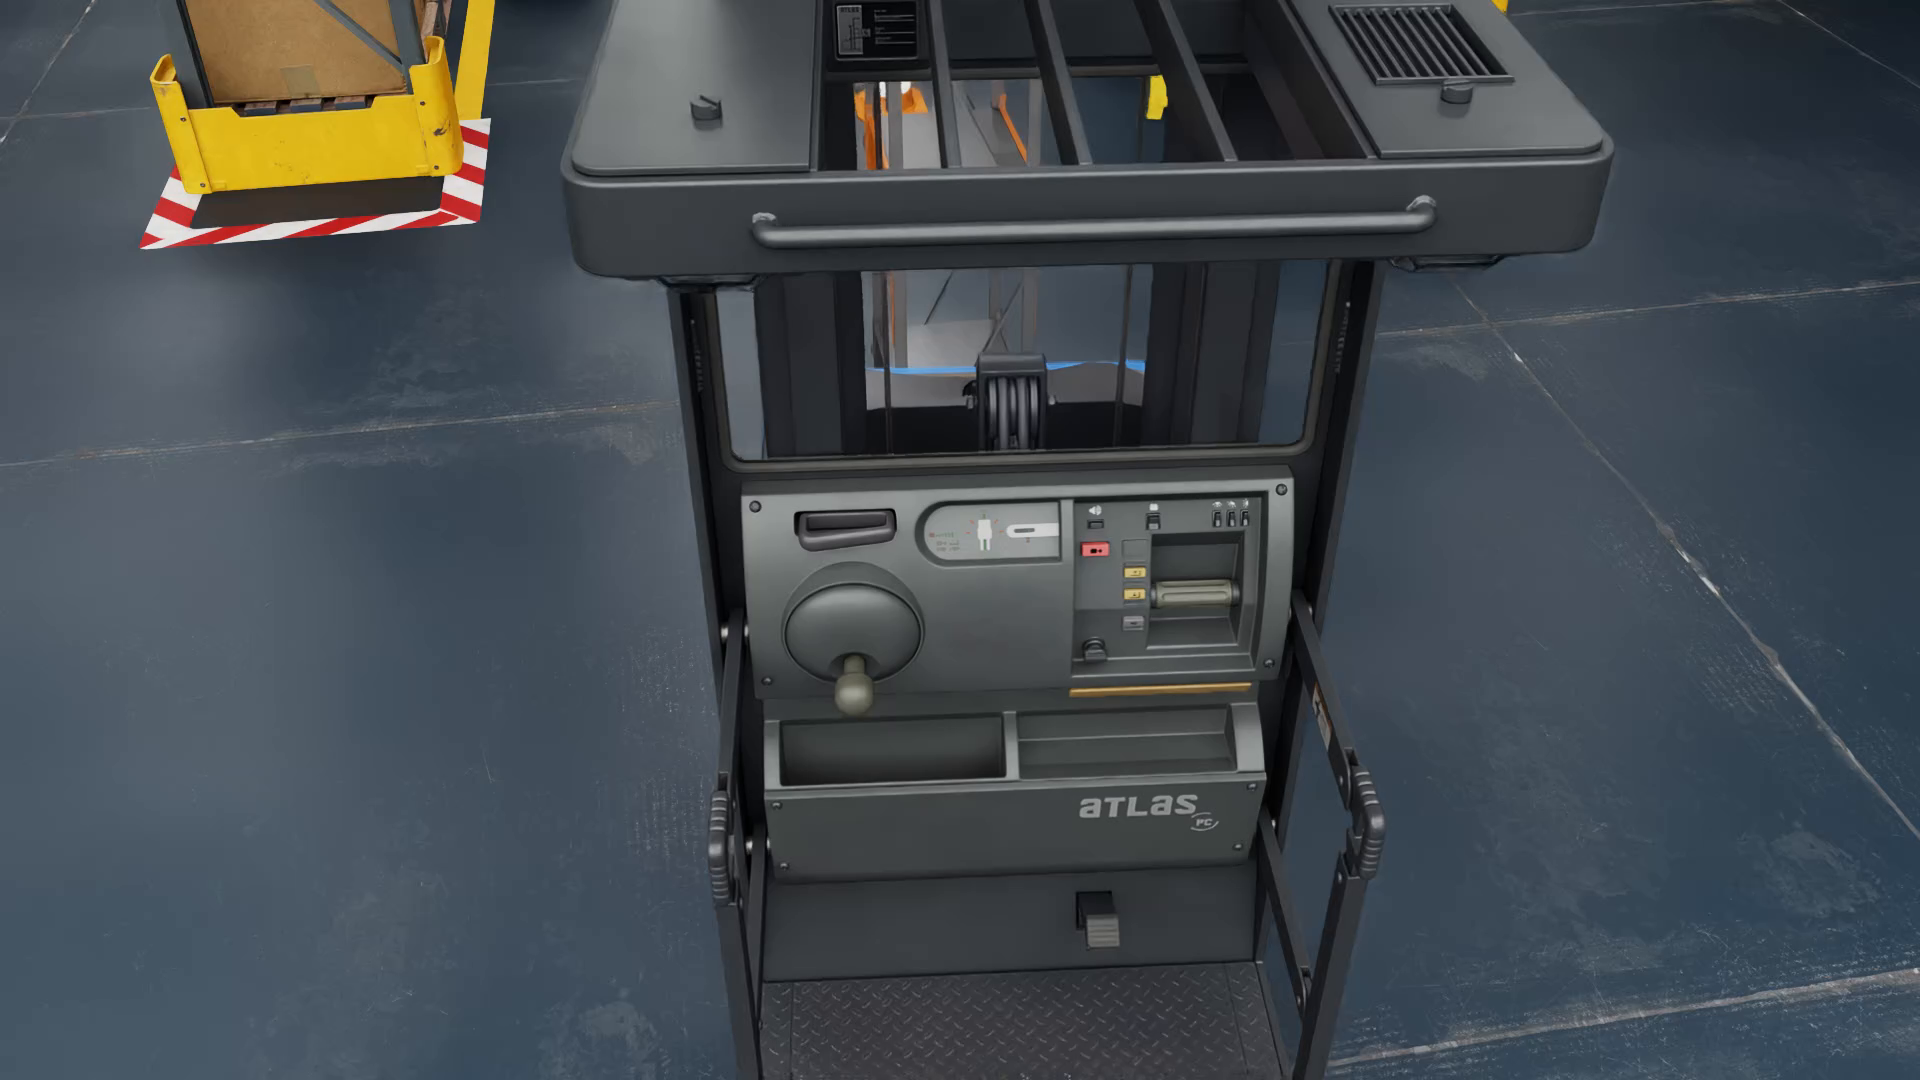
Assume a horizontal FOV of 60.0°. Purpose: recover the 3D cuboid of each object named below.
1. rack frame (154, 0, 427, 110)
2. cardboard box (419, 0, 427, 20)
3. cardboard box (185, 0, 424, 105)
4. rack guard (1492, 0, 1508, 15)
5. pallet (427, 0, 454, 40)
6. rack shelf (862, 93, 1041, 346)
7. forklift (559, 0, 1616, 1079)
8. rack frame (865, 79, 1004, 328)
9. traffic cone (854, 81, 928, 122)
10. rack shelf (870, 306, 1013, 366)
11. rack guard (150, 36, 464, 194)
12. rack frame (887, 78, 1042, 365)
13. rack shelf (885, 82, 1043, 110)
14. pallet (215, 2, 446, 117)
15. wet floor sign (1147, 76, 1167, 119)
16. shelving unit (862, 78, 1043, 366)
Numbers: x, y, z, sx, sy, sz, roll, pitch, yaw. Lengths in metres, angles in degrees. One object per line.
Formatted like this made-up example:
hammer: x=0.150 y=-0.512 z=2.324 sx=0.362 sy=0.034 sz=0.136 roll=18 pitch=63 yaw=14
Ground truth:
rack frame: x=-2.810 y=-2.850 z=6.474 sx=1.000 sy=3.000 sz=0.127 roll=-6 pitch=38 yaw=-8
cardboard box: x=-3.150 y=-3.111 z=8.198 sx=0.875 sy=0.875 sz=0.875 roll=-7 pitch=38 yaw=-9
cardboard box: x=-2.994 y=-2.579 z=7.515 sx=0.875 sy=0.875 sz=0.875 roll=-6 pitch=38 yaw=-8
rack guard: x=2.033 y=-2.502 z=8.063 sx=1.175 sy=0.500 sz=0.348 roll=-6 pitch=38 yaw=-8
pallet: x=-3.237 y=-2.959 z=8.886 sx=1.003 sy=0.211 sz=1.213 roll=-6 pitch=38 yaw=-8
rack shelf: x=-0.029 y=-0.918 z=4.743 sx=0.431 sy=0.518 sz=0.480 roll=-6 pitch=38 yaw=-8
forklift: x=0.115 y=0.158 z=2.658 sx=1.130 sy=2.935 sz=3.031 roll=-2 pitch=38 yaw=-2
rack frame: x=-0.072 y=-1.077 z=4.924 sx=0.400 sy=2.100 sz=0.015 roll=-6 pitch=38 yaw=-8
traffic cone: x=-0.333 y=-2.238 z=7.753 sx=0.336 sy=0.463 sz=0.334 roll=-6 pitch=38 yaw=-8
rack shelf: x=-0.029 y=-0.366 z=5.172 sx=0.431 sy=0.518 sz=0.480 roll=-6 pitch=38 yaw=-8
rack guard: x=-2.805 y=-1.848 z=7.222 sx=1.175 sy=0.500 sz=0.348 roll=-6 pitch=38 yaw=-8
rack frame: x=0.014 y=-0.782 z=4.545 sx=0.400 sy=2.100 sz=0.015 roll=-6 pitch=38 yaw=-8
rack shelf: x=-0.029 y=-1.471 z=4.313 sx=0.431 sy=0.518 sz=0.480 roll=-6 pitch=38 yaw=-8
pallet: x=-3.027 y=-2.223 z=7.940 sx=1.003 sy=0.211 sz=1.213 roll=-6 pitch=38 yaw=-8
wet floor sign: x=1.026 y=-2.284 z=7.664 sx=0.267 sy=0.644 sz=0.232 roll=6 pitch=38 yaw=8
shelving unit: x=-0.029 y=-0.929 z=4.735 sx=0.431 sy=2.100 sz=0.503 roll=-6 pitch=38 yaw=-8
